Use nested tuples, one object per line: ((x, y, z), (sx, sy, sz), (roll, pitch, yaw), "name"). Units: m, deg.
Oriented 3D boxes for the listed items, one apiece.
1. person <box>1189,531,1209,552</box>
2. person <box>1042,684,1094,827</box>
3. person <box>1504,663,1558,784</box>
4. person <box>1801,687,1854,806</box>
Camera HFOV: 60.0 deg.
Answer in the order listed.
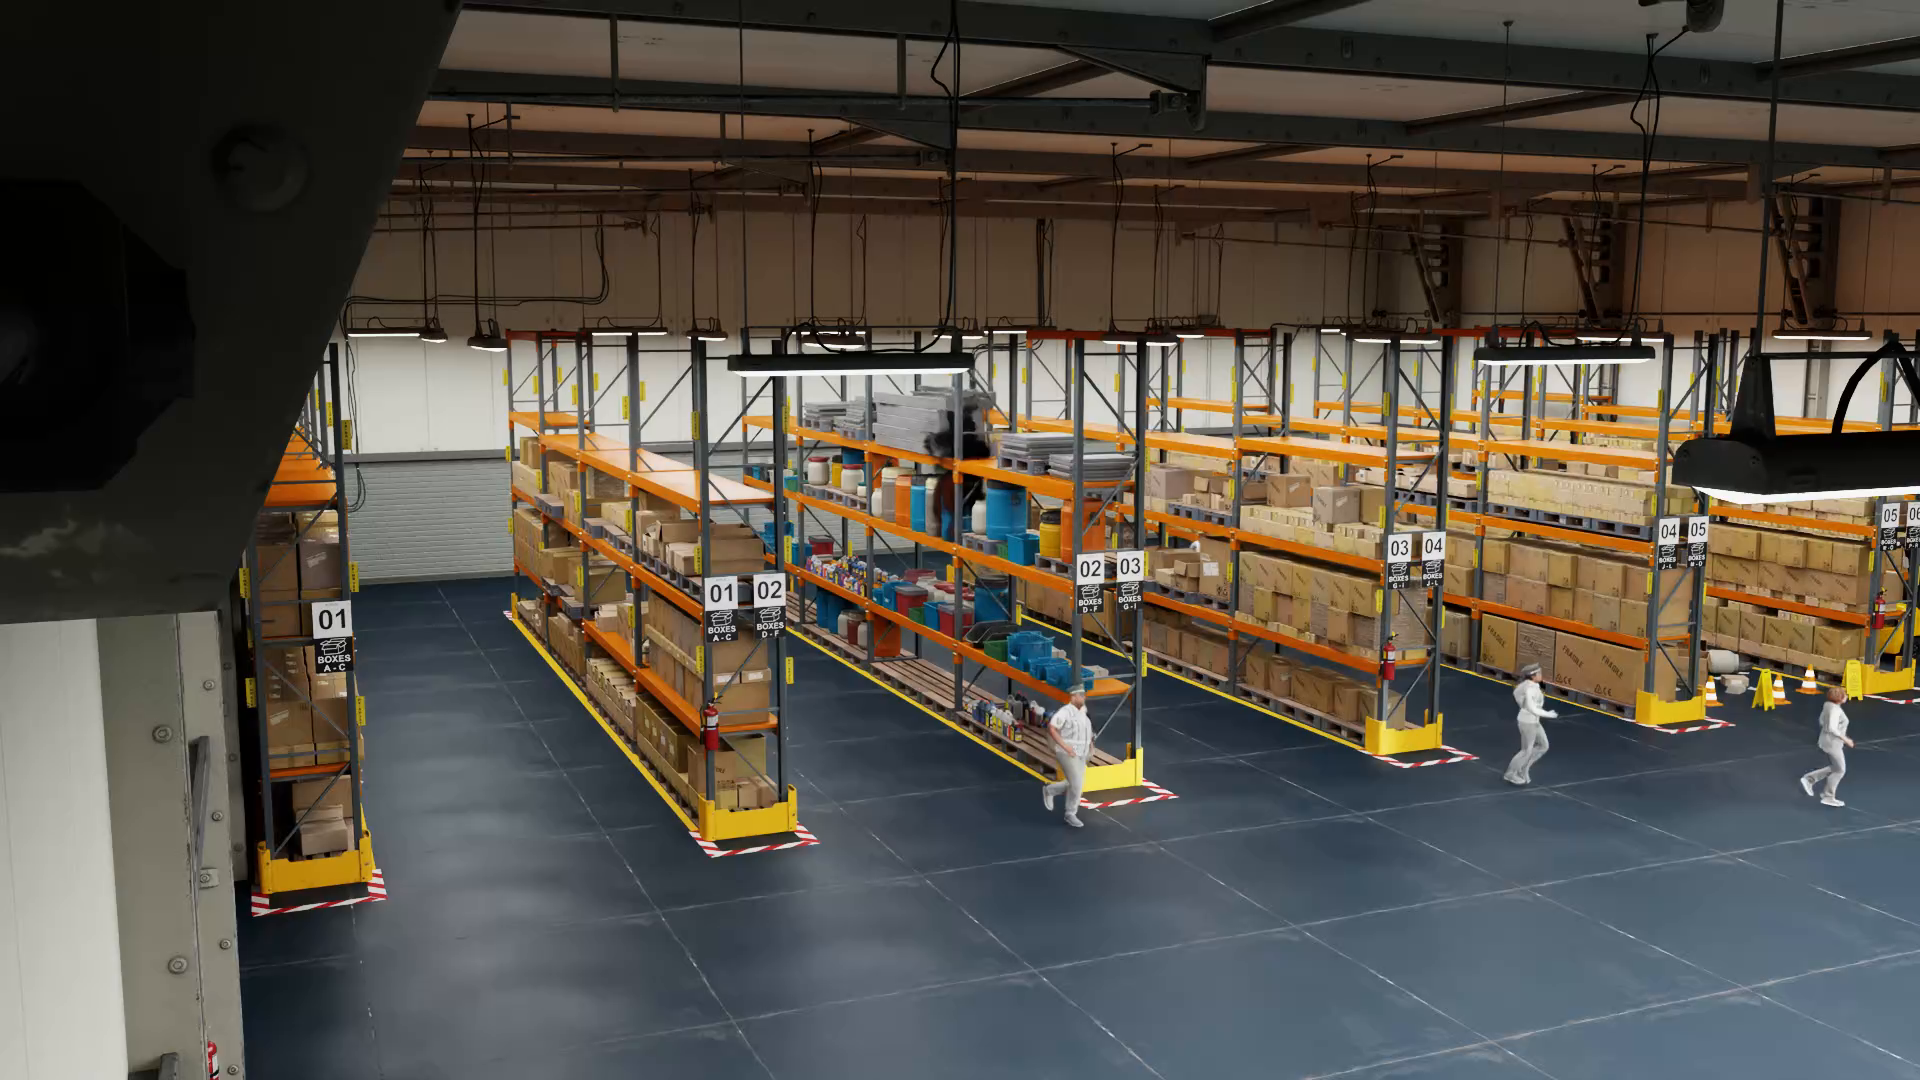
((5.219, 0.623, 35.669), (0.674, 1.767, 0.749), (-3, 8, -18), "person")
((1.384, 2.655, 20.932), (0.722, 1.734, 0.731), (6, 10, 38), "person")
((7.700, 2.473, 22.387), (0.652, 1.698, 0.638), (3, 8, 19), "person")
((11.189, 2.667, 21.432), (0.536, 1.546, 0.559), (2, 8, 15), "person")
